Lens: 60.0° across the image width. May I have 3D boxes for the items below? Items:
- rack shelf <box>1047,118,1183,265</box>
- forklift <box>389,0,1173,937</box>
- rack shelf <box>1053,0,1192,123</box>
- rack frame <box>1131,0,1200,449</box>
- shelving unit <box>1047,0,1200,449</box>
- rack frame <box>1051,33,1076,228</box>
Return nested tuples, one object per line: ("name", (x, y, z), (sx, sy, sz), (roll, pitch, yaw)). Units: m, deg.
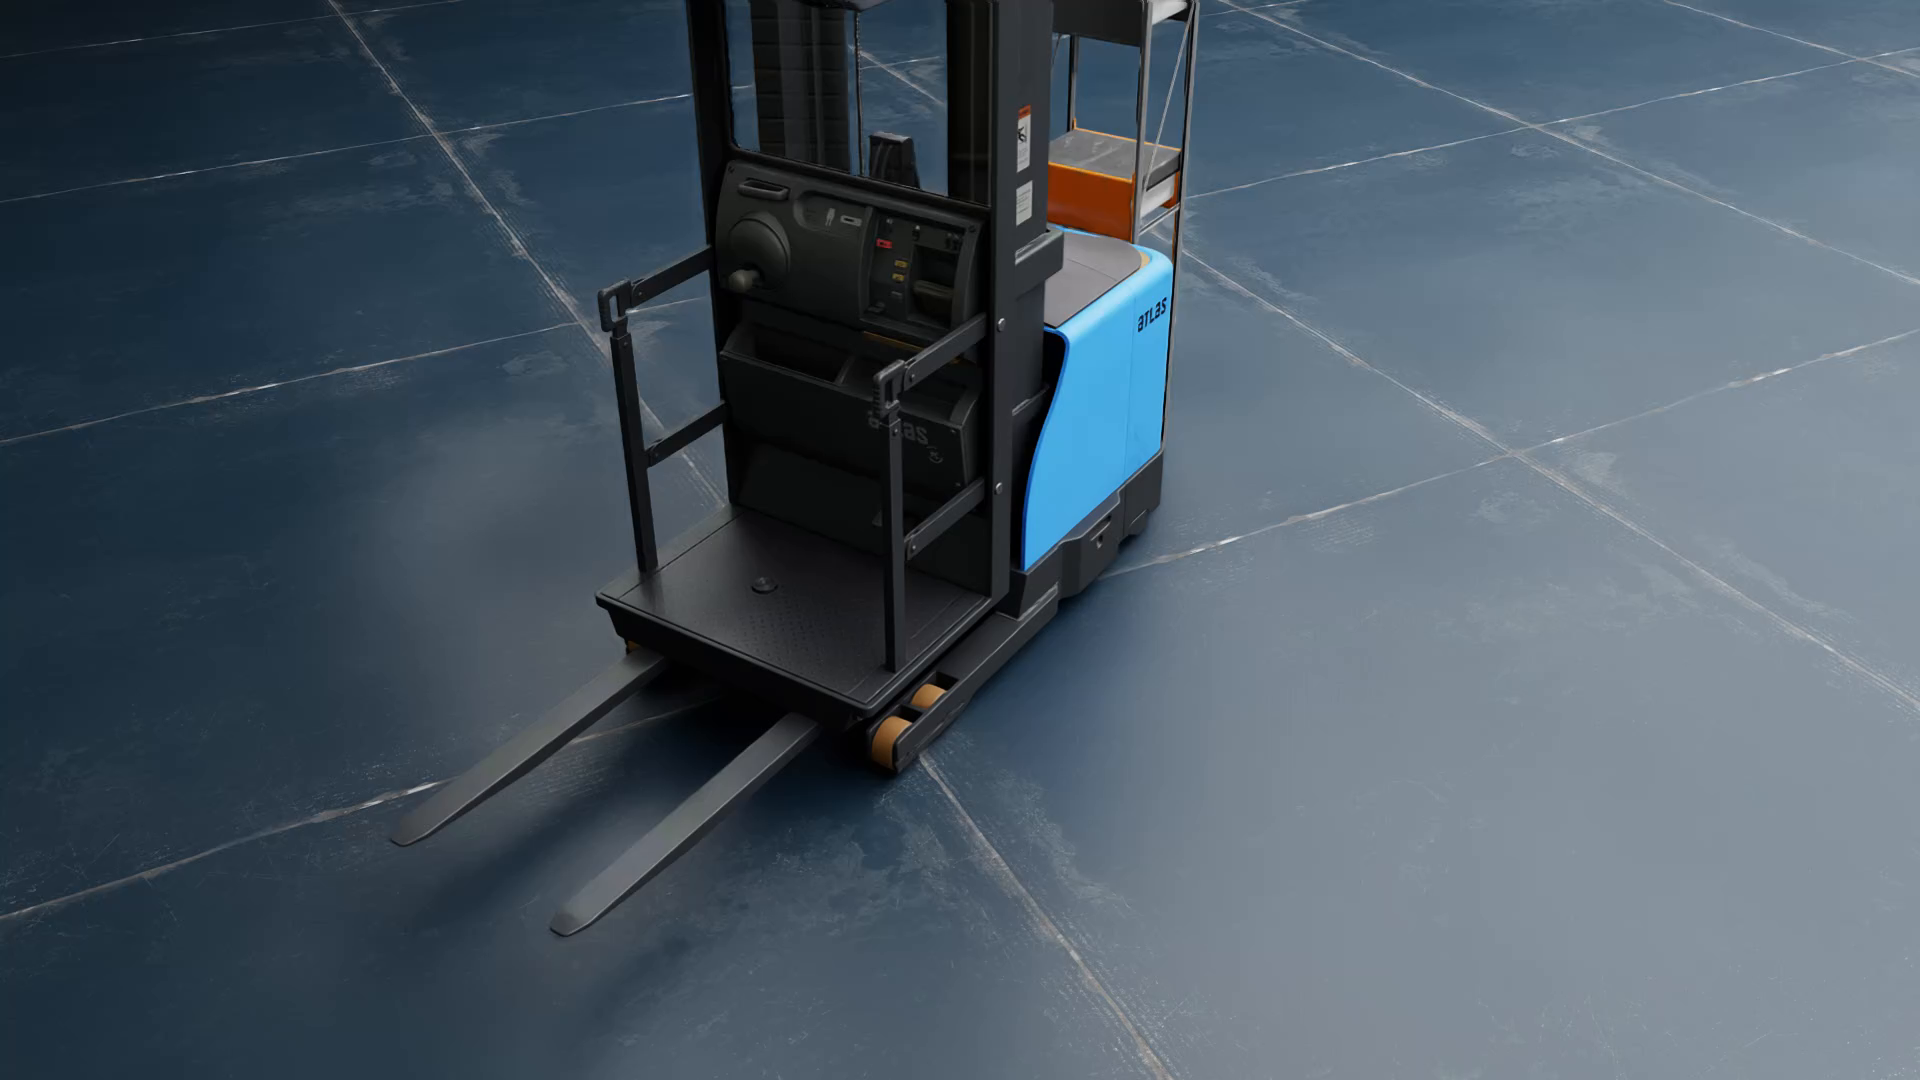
("rack shelf", (0.528, -1.238, 6.261), (0.480, 0.518, 0.431), (19, 37, 27))
("forklift", (-0.462, -0.814, 4.803), (1.130, 2.935, 3.031), (19, 37, 27))
("rack shelf", (0.528, -1.827, 5.883), (0.480, 0.518, 0.431), (19, 37, 27))
("rack frame", (0.732, -1.178, 6.142), (0.015, 2.100, 0.400), (19, 37, 27))
("shelving unit", (0.528, -1.249, 6.254), (0.503, 2.100, 0.431), (19, 37, 27))
("rack frame", (0.324, -1.321, 6.366), (0.015, 2.100, 0.400), (19, 37, 27))
